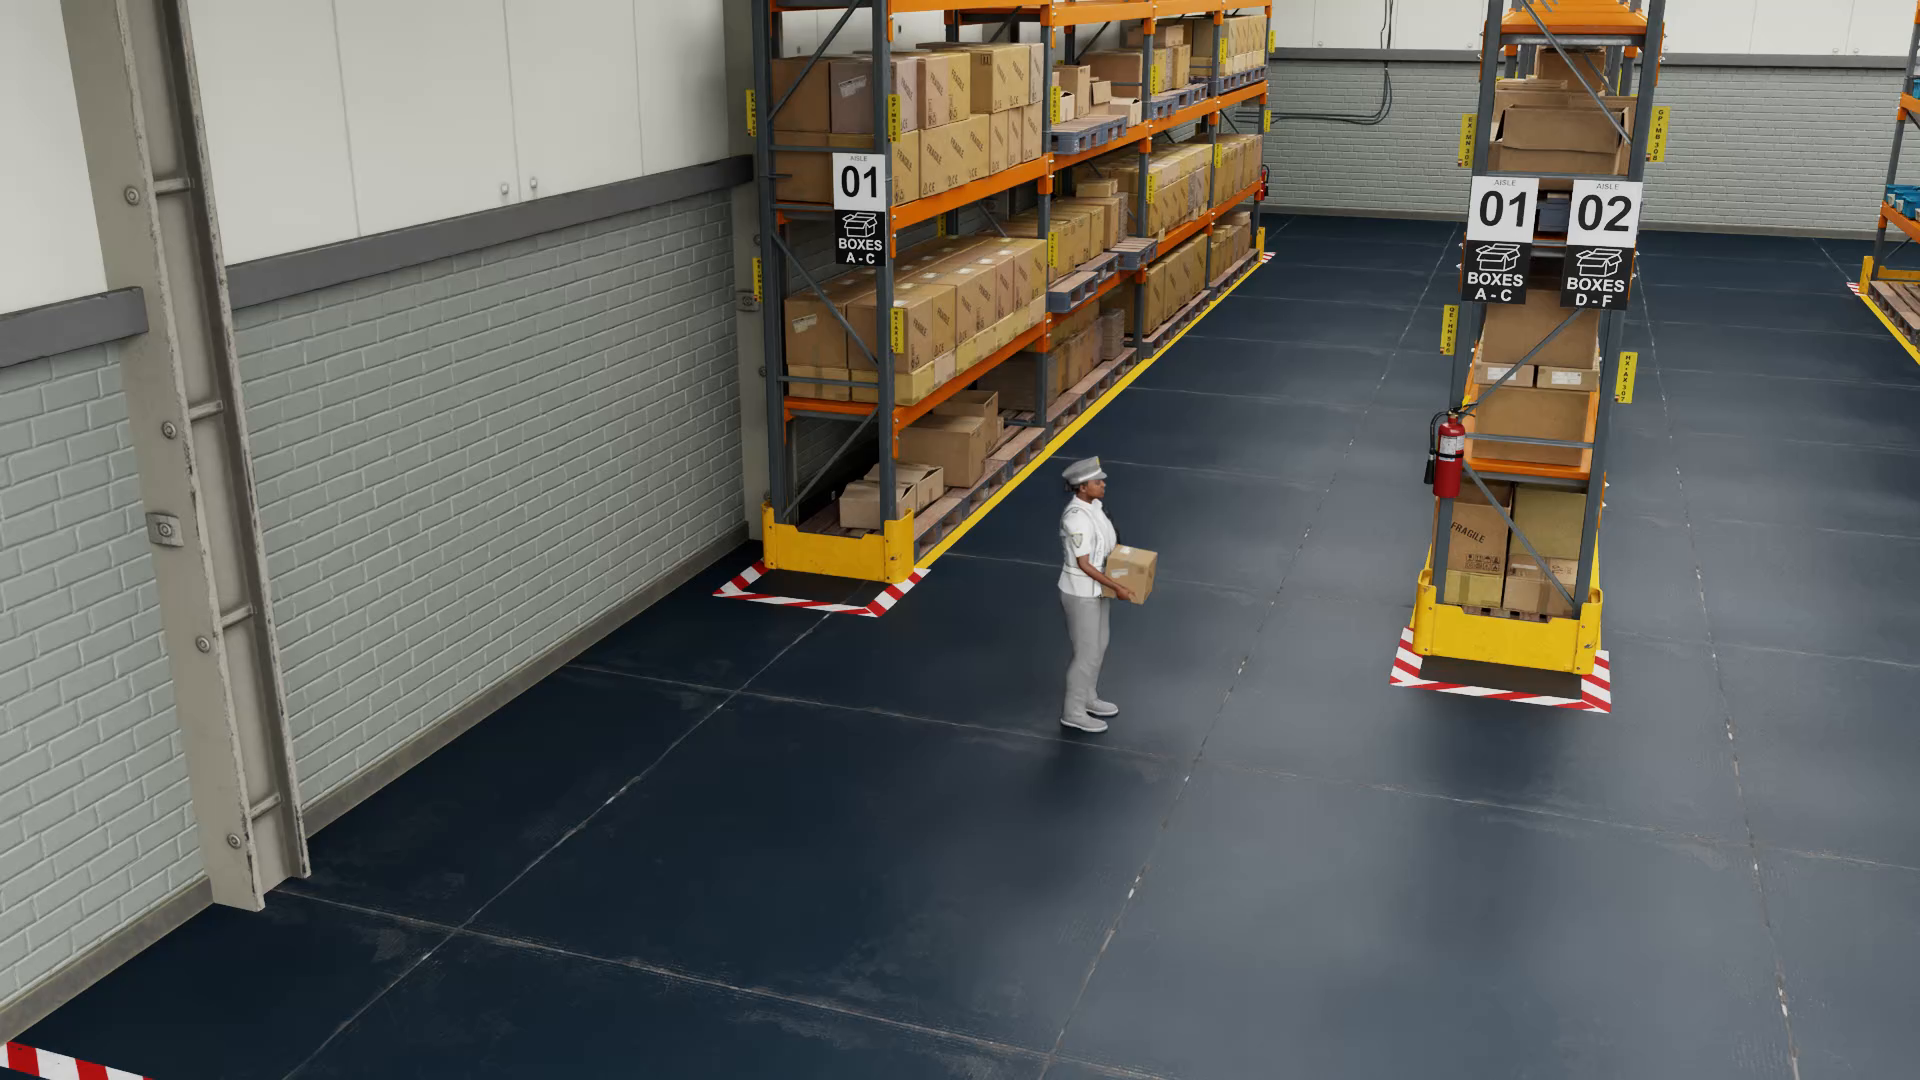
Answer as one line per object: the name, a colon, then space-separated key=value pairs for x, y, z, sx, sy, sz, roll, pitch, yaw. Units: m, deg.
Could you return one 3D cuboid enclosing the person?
person: x=0.850 y=0.317 z=10.080 sx=0.515 sy=1.692 sz=0.460 roll=6 pitch=20 yaw=18
